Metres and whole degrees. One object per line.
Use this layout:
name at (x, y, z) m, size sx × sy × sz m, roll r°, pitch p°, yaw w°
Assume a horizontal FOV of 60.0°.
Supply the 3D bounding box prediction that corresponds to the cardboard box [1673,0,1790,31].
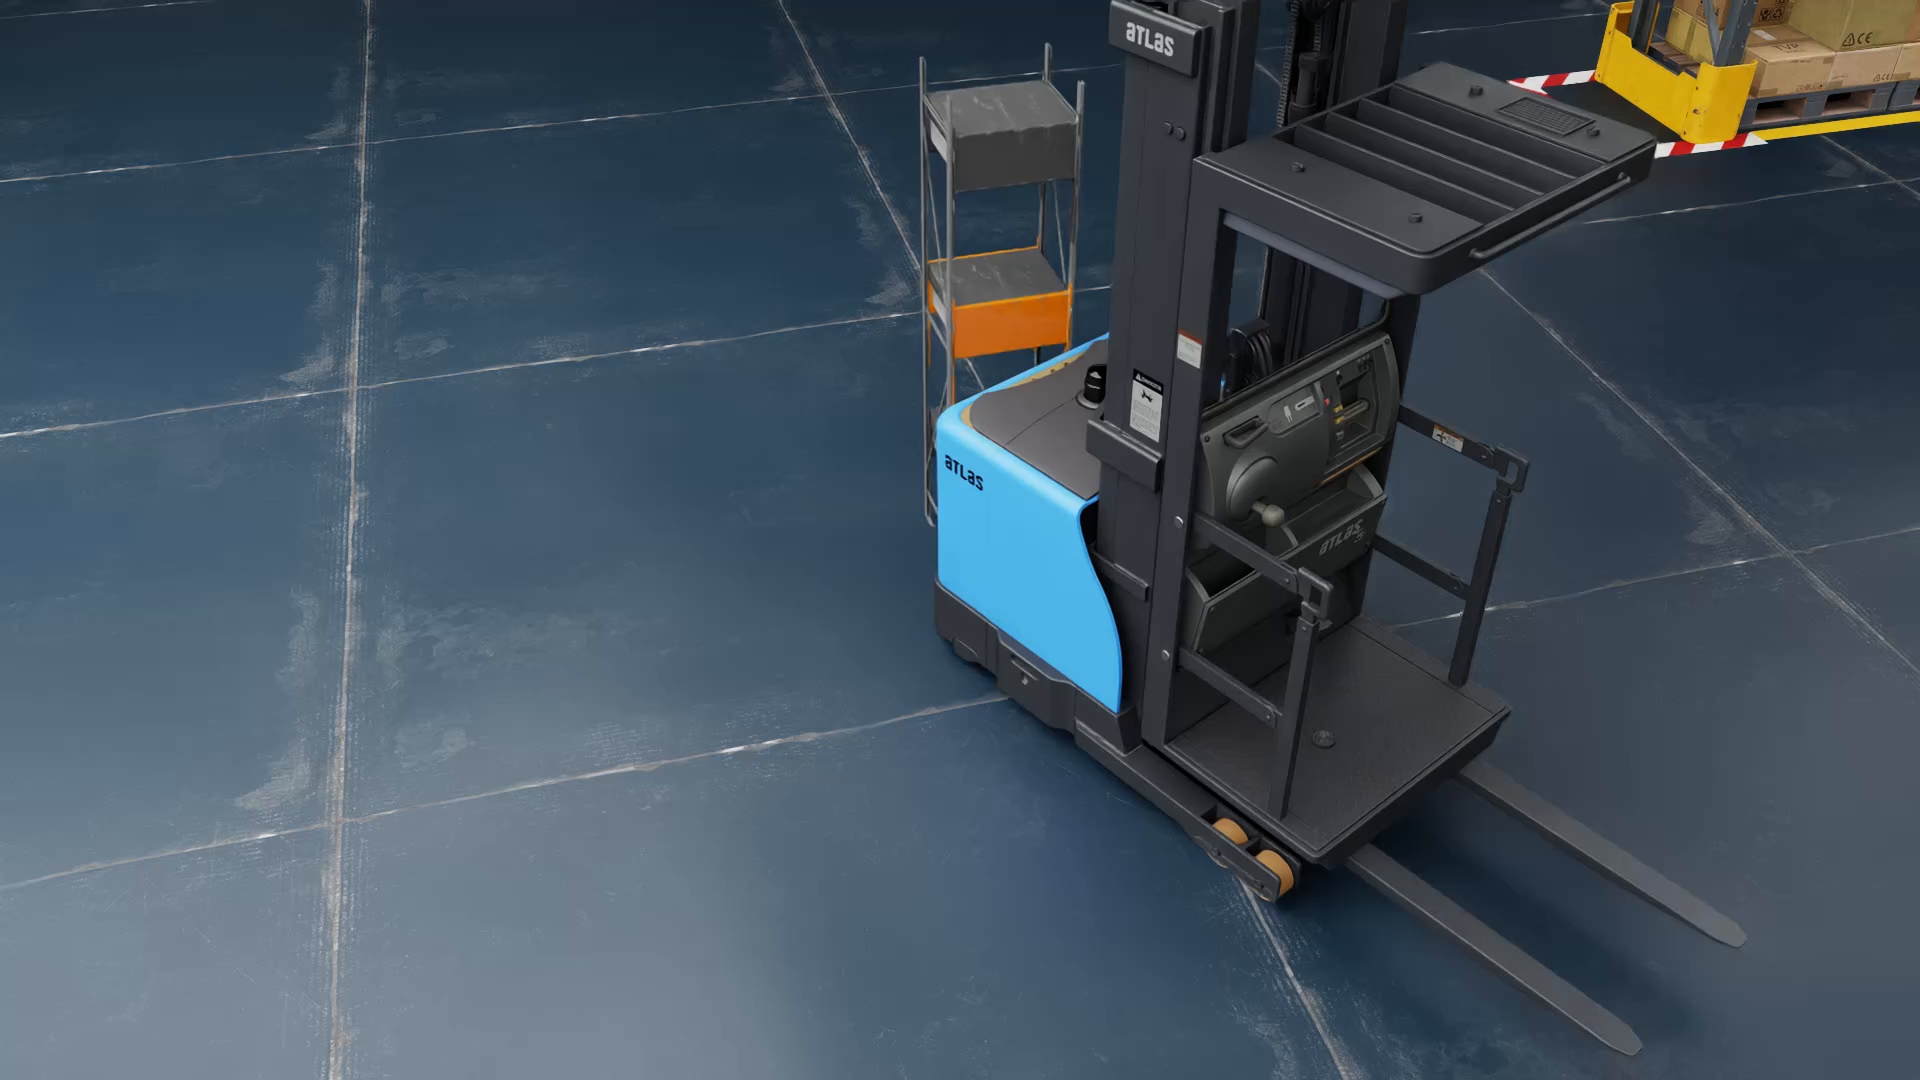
cardboard box at (5.107, -3.693, 10.910) m, size 0.500 × 0.500 × 0.500 m, roll -9°, pitch 38°, yaw -12°

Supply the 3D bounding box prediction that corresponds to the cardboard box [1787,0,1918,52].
cardboard box at (5.724, -3.469, 10.616) m, size 0.500 × 0.500 × 0.500 m, roll -9°, pitch 38°, yaw -12°

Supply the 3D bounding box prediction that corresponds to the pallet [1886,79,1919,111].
pallet at (6.569, -3.291, 11.378) m, size 1.213 × 0.211 × 1.003 m, roll -9°, pitch 38°, yaw -12°

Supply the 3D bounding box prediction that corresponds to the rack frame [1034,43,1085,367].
rack frame at (0.379, -0.909, 6.708) m, size 0.015 × 2.100 × 0.400 m, roll -10°, pitch 39°, yaw -13°

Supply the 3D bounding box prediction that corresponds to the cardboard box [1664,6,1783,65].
cardboard box at (5.107, -3.394, 11.136) m, size 0.500 × 0.250 × 0.500 m, roll -9°, pitch 38°, yaw -12°

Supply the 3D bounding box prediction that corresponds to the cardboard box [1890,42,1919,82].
cardboard box at (6.207, -3.251, 10.948) m, size 0.500 × 0.250 × 0.500 m, roll -9°, pitch 38°, yaw -12°

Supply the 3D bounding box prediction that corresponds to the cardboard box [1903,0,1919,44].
cardboard box at (6.204, -3.555, 10.729) m, size 0.500 × 0.500 × 0.500 m, roll -9°, pitch 38°, yaw -12°

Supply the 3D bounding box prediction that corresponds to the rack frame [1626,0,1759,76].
rack frame at (4.666, -4.061, 10.090) m, size 0.127 × 3.000 × 1.000 m, roll -9°, pitch 38°, yaw -12°

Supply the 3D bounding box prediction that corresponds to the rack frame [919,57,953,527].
rack frame at (-0.090, -0.826, 6.599) m, size 0.015 × 2.100 × 0.400 m, roll -10°, pitch 39°, yaw -13°

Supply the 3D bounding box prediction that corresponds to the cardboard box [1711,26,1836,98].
cardboard box at (5.242, -3.090, 10.739) m, size 0.500 × 0.250 × 0.500 m, roll -9°, pitch 38°, yaw -12°

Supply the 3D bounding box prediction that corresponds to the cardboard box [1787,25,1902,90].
cardboard box at (5.724, -3.172, 10.845) m, size 0.500 × 0.250 × 0.500 m, roll -9°, pitch 38°, yaw -12°

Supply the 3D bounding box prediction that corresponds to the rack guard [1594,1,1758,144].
rack guard at (4.643, -3.065, 10.845) m, size 0.348 × 0.500 × 1.175 m, roll -9°, pitch 38°, yaw -12°

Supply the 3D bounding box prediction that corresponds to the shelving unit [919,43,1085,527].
shelving unit at (0.145, -0.867, 6.654) m, size 0.503 × 2.100 × 0.431 m, roll -10°, pitch 39°, yaw -13°

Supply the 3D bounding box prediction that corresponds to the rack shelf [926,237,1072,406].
rack shelf at (0.145, -0.857, 6.662) m, size 0.480 × 0.518 × 0.431 m, roll -10°, pitch 39°, yaw -13°

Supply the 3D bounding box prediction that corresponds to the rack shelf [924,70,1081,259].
rack shelf at (0.147, -1.412, 6.236) m, size 0.480 × 0.518 × 0.431 m, roll -10°, pitch 39°, yaw -13°

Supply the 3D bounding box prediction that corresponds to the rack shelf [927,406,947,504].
rack shelf at (0.143, -0.301, 7.088) m, size 0.480 × 0.518 × 0.431 m, roll -10°, pitch 39°, yaw -13°

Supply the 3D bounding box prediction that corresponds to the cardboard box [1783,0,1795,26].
cardboard box at (5.587, -3.480, 11.248) m, size 0.500 × 0.250 × 0.500 m, roll -9°, pitch 38°, yaw -12°

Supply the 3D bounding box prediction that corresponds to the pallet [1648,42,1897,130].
pallet at (5.394, -3.099, 11.128) m, size 1.213 × 0.211 × 1.003 m, roll -9°, pitch 38°, yaw -12°

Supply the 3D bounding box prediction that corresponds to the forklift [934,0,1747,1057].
forklift at (1.242, -0.293, 5.220) m, size 1.130 × 2.935 × 3.031 m, roll -28°, pitch 45°, yaw -31°
